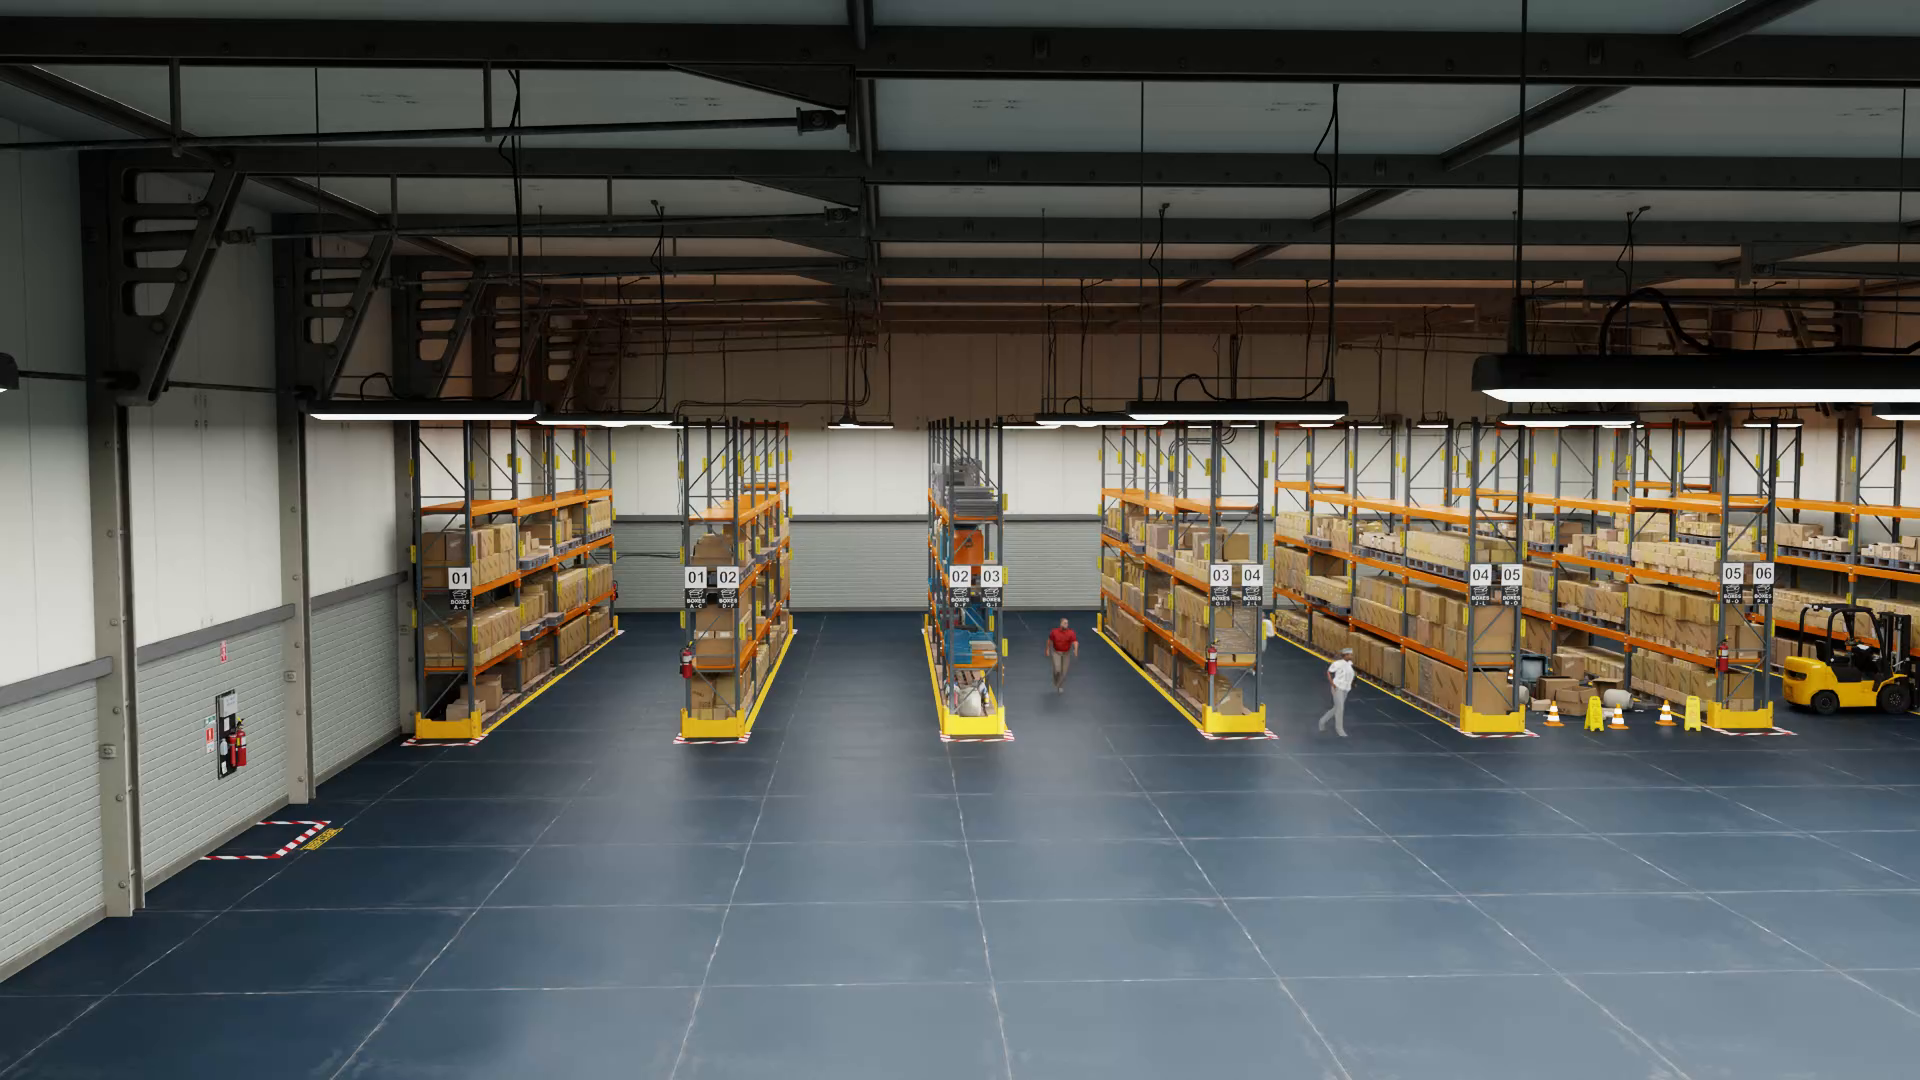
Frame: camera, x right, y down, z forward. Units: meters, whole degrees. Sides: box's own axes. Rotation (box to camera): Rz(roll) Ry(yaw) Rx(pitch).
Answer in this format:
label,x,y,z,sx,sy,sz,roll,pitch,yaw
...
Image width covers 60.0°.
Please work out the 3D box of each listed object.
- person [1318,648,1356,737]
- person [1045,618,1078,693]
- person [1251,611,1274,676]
label,x,y,z,sx,sy,sz,roll,pitch,yaw
person,7.202,2.841,31.504,0.728,1.618,0.846,-3,5,-38
person,2.237,2.512,36.151,0.649,1.670,0.805,-1,4,-10
person,7.039,2.408,39.209,0.691,1.559,1.239,0,4,7
